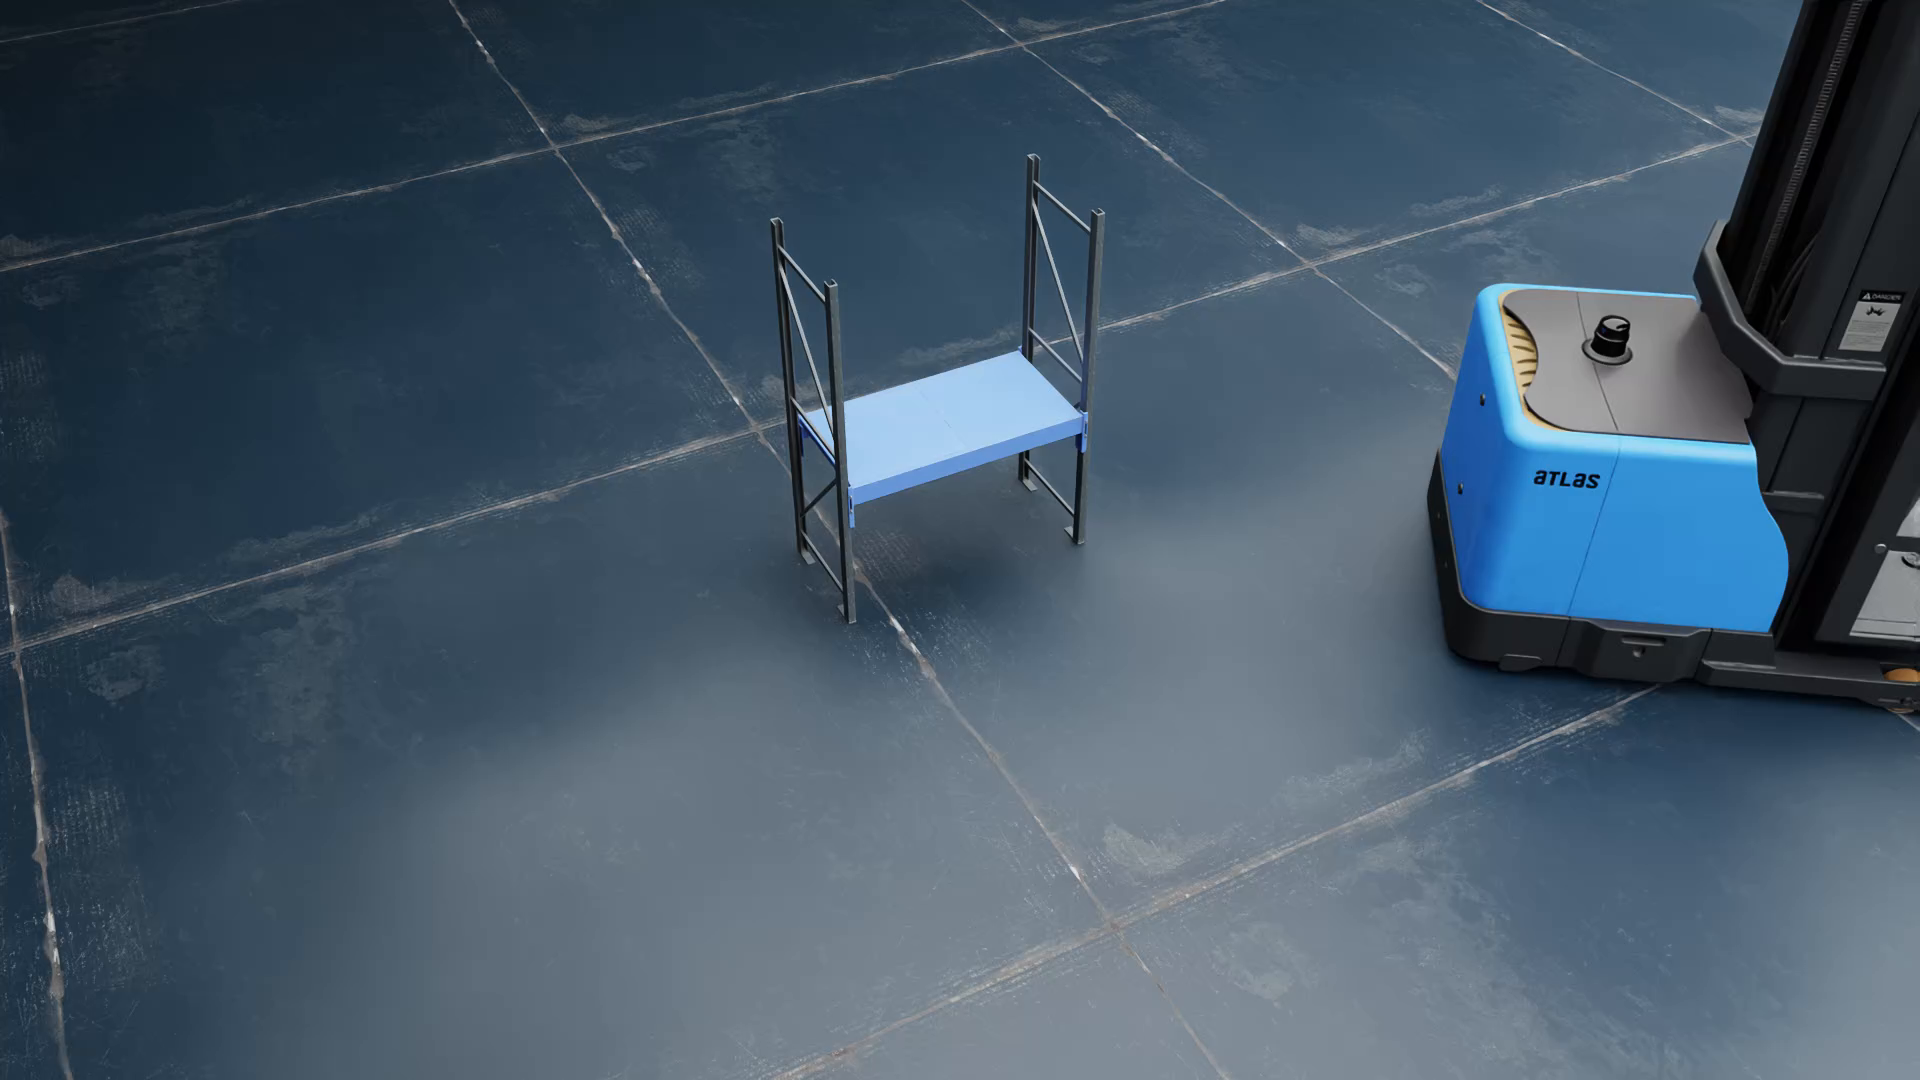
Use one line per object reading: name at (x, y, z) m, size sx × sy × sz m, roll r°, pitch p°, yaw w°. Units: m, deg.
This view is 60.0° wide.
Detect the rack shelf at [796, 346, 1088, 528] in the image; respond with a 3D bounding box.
rack shelf at (-0.076, -0.410, 6.352) m, size 1.000 × 0.185 × 0.538 m, roll -19°, pitch 44°, yaw -21°

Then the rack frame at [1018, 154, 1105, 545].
rack frame at (0.375, -0.699, 6.415) m, size 0.032 × 1.500 × 0.500 m, roll -19°, pitch 44°, yaw -21°

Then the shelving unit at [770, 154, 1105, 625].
shelving unit at (-0.076, -0.547, 6.235) m, size 1.048 × 1.500 × 0.538 m, roll -19°, pitch 44°, yaw -21°

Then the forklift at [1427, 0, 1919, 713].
forklift at (3.370, -0.844, 5.479) m, size 3.031 × 2.935 × 1.130 m, roll 5°, pitch 40°, yaw 5°

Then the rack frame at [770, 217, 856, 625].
rack frame at (-0.527, -0.395, 6.056) m, size 0.032 × 1.500 × 0.500 m, roll -19°, pitch 44°, yaw -21°
